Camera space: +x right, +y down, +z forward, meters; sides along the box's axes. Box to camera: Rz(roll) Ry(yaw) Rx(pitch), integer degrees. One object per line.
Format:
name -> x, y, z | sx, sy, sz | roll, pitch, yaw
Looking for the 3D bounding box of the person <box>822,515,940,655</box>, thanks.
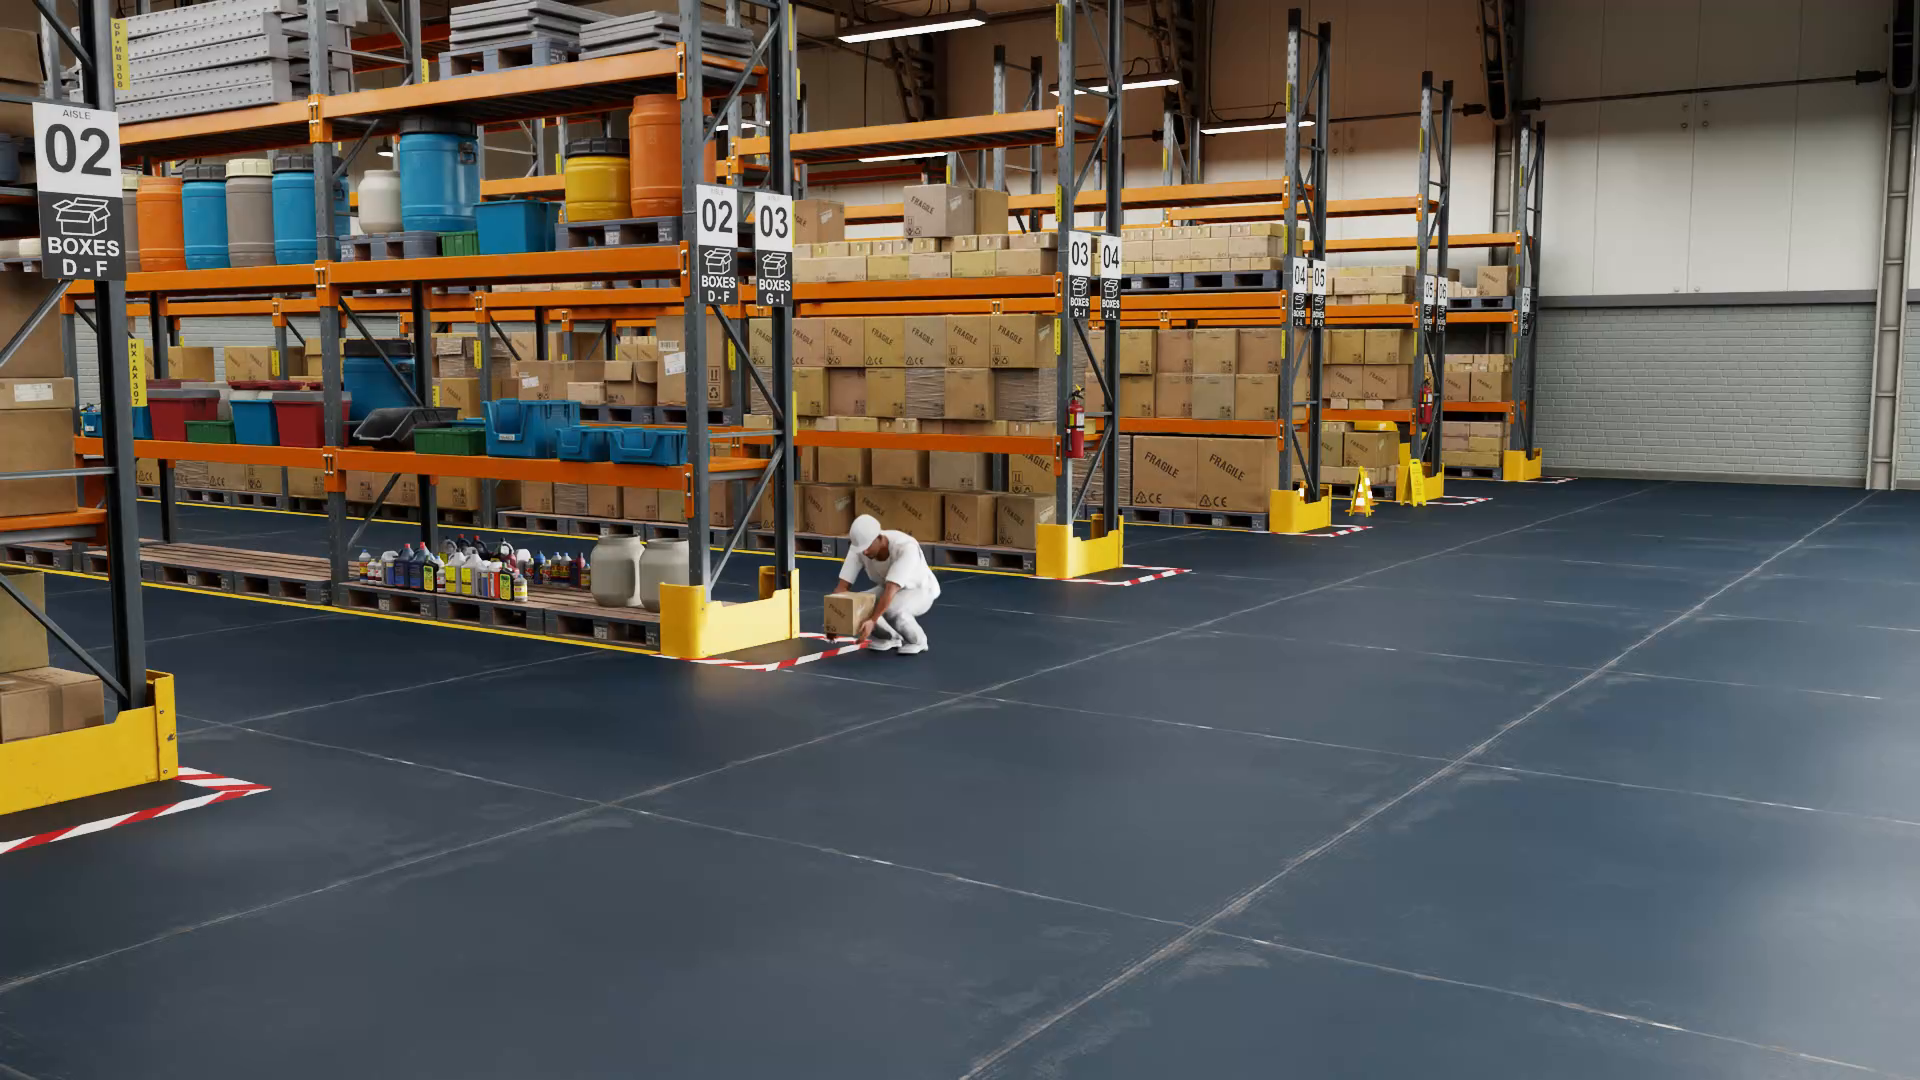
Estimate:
person -> -0.516, 0.303, 11.472 | 0.575, 1.000, 0.911 | 5, 8, 41
